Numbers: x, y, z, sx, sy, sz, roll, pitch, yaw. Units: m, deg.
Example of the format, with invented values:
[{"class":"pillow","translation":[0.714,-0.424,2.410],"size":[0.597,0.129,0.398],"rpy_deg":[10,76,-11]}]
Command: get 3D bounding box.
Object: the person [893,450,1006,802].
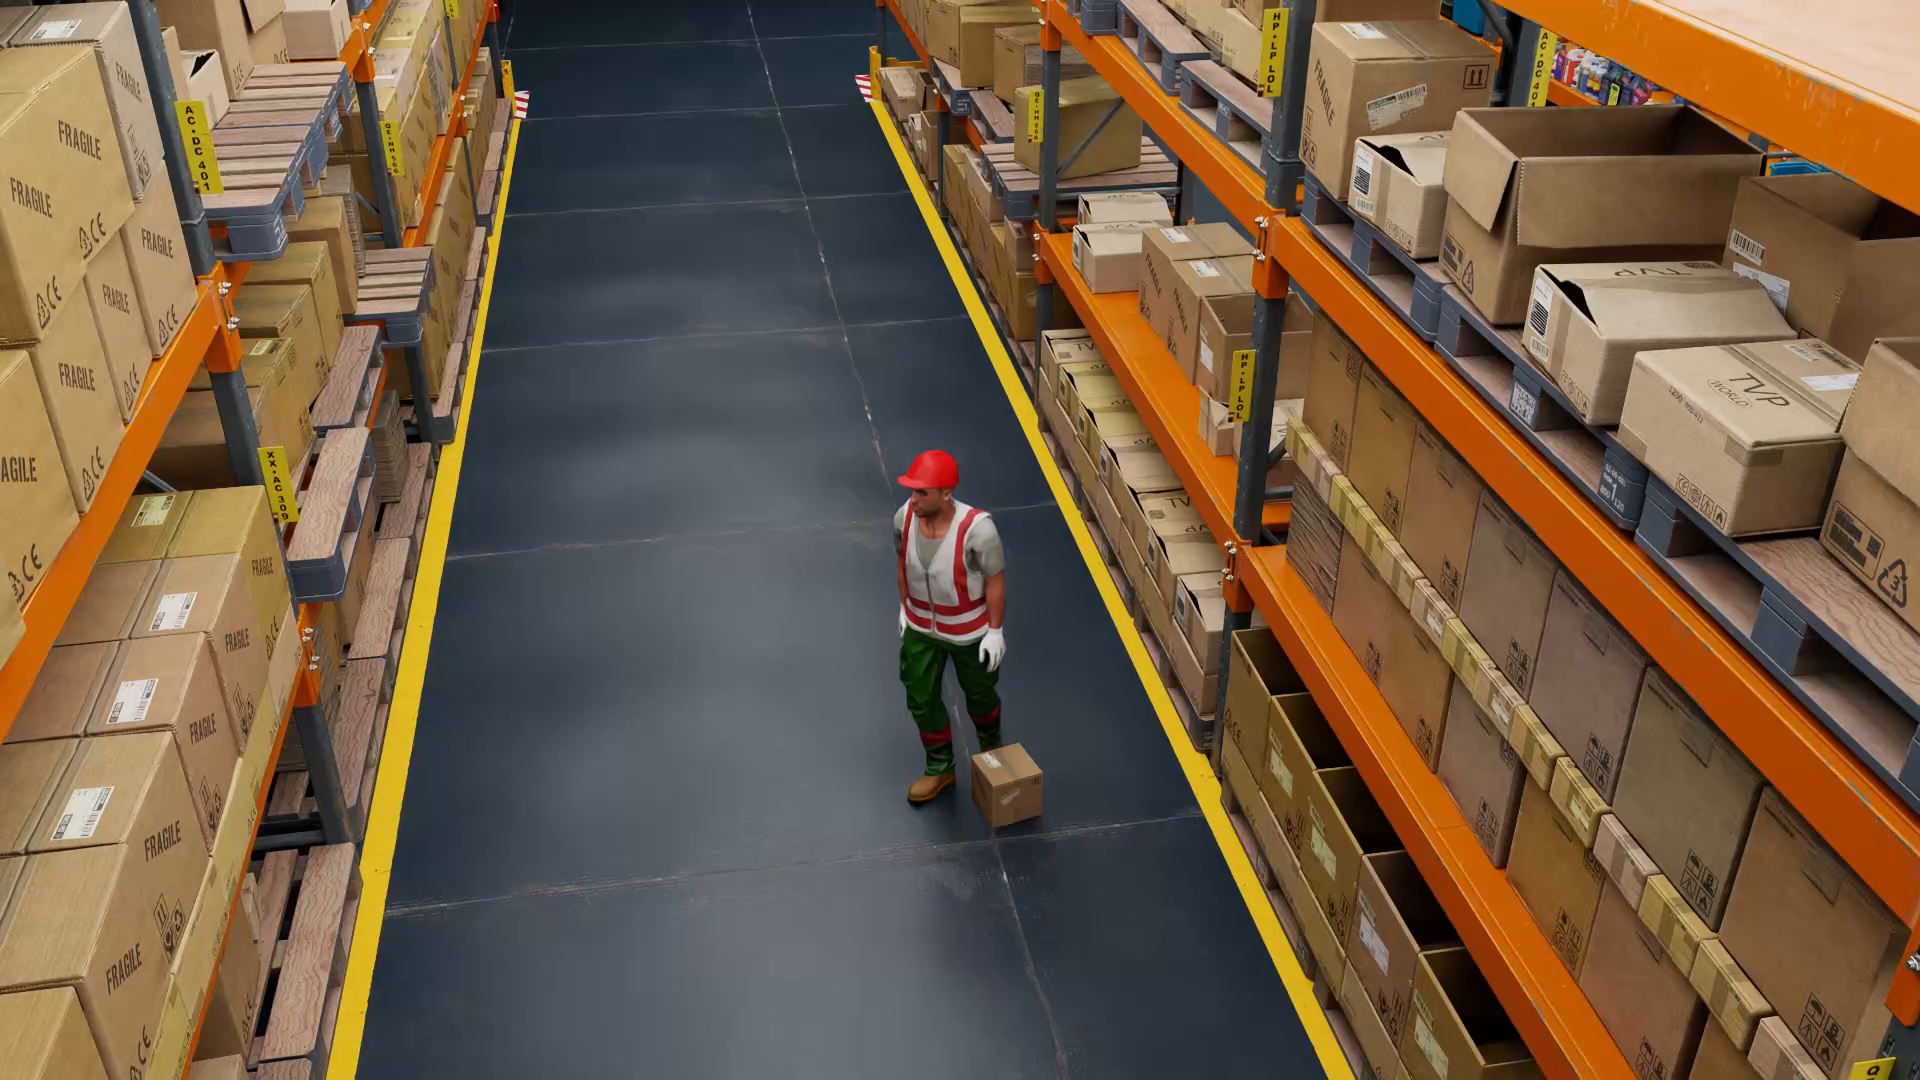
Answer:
[{"class":"person","translation":[-0.024,0.360,7.508],"size":[0.567,1.776,0.577],"rpy_deg":[14,33,22]}]
